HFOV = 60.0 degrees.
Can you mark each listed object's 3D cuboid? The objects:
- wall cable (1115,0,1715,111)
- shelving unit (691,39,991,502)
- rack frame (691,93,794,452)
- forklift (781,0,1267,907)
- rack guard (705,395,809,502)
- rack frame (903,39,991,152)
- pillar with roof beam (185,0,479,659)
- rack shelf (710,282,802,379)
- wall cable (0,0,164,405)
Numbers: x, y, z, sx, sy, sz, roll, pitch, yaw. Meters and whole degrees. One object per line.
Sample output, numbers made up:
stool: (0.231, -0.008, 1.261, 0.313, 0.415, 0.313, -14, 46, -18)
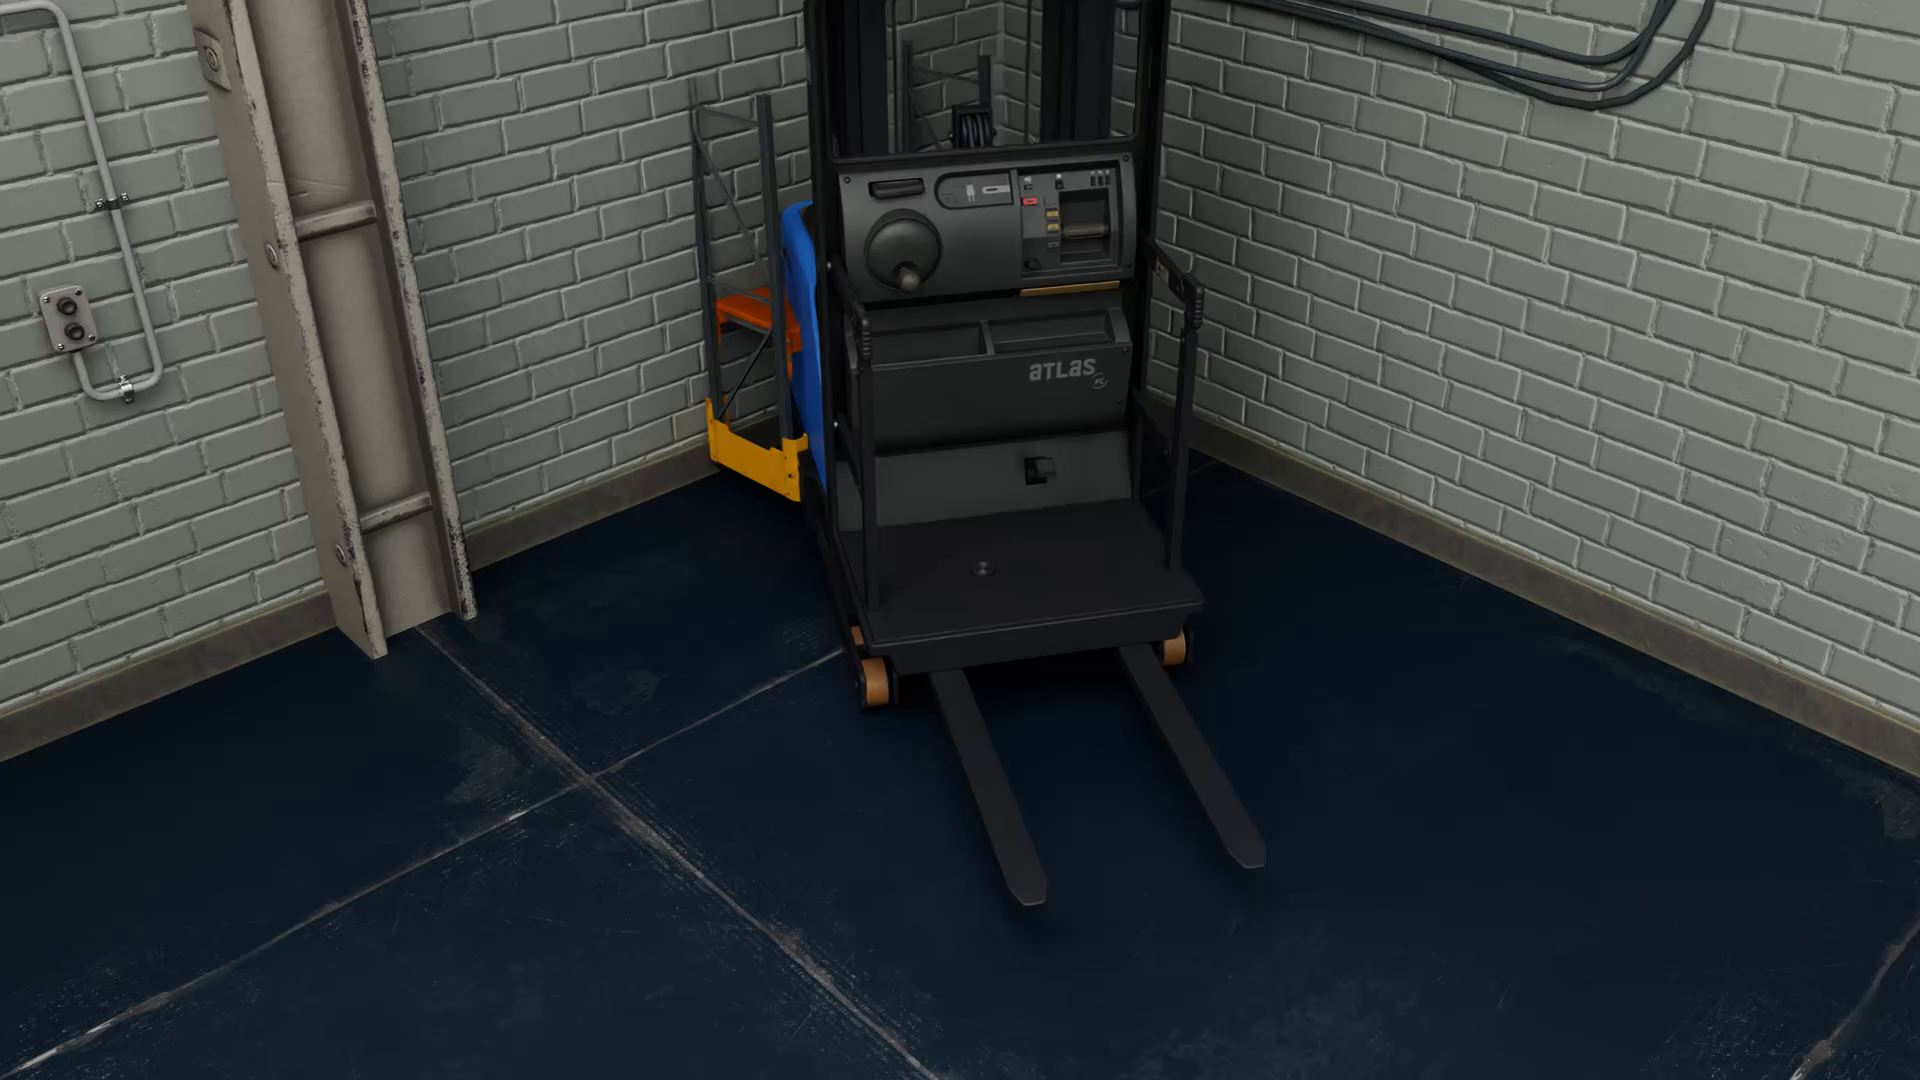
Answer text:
wall cable: (1.066, -2.822, 5.216, 0.112, 2.526, 3.097, -26, 40, -35)
shelving unit: (-0.422, -1.073, 6.435, 1.083, 1.500, 0.587, -23, 34, -36)
rack frame: (-0.806, -0.912, 6.128, 0.032, 1.500, 0.500, -23, 34, -36)
forklift: (0.145, -0.927, 4.956, 1.130, 2.935, 3.031, -7, 32, -11)
rack guard: (-0.781, -0.359, 6.419, 0.087, 0.250, 0.587, -23, 34, -36)
rack frame: (-0.051, -1.228, 6.731, 0.032, 1.500, 0.500, -23, 34, -36)
pillar with roof beam: (0.994, -1.919, 0.763, 0.400, 9.000, 9.100, -26, 40, -35)
rack shelf: (-0.425, -0.909, 6.510, 1.000, 0.185, 0.538, -23, 34, -36)
wall cable: (-3.029, -0.968, 3.983, 1.851, 1.984, 0.084, -26, 40, -35)
